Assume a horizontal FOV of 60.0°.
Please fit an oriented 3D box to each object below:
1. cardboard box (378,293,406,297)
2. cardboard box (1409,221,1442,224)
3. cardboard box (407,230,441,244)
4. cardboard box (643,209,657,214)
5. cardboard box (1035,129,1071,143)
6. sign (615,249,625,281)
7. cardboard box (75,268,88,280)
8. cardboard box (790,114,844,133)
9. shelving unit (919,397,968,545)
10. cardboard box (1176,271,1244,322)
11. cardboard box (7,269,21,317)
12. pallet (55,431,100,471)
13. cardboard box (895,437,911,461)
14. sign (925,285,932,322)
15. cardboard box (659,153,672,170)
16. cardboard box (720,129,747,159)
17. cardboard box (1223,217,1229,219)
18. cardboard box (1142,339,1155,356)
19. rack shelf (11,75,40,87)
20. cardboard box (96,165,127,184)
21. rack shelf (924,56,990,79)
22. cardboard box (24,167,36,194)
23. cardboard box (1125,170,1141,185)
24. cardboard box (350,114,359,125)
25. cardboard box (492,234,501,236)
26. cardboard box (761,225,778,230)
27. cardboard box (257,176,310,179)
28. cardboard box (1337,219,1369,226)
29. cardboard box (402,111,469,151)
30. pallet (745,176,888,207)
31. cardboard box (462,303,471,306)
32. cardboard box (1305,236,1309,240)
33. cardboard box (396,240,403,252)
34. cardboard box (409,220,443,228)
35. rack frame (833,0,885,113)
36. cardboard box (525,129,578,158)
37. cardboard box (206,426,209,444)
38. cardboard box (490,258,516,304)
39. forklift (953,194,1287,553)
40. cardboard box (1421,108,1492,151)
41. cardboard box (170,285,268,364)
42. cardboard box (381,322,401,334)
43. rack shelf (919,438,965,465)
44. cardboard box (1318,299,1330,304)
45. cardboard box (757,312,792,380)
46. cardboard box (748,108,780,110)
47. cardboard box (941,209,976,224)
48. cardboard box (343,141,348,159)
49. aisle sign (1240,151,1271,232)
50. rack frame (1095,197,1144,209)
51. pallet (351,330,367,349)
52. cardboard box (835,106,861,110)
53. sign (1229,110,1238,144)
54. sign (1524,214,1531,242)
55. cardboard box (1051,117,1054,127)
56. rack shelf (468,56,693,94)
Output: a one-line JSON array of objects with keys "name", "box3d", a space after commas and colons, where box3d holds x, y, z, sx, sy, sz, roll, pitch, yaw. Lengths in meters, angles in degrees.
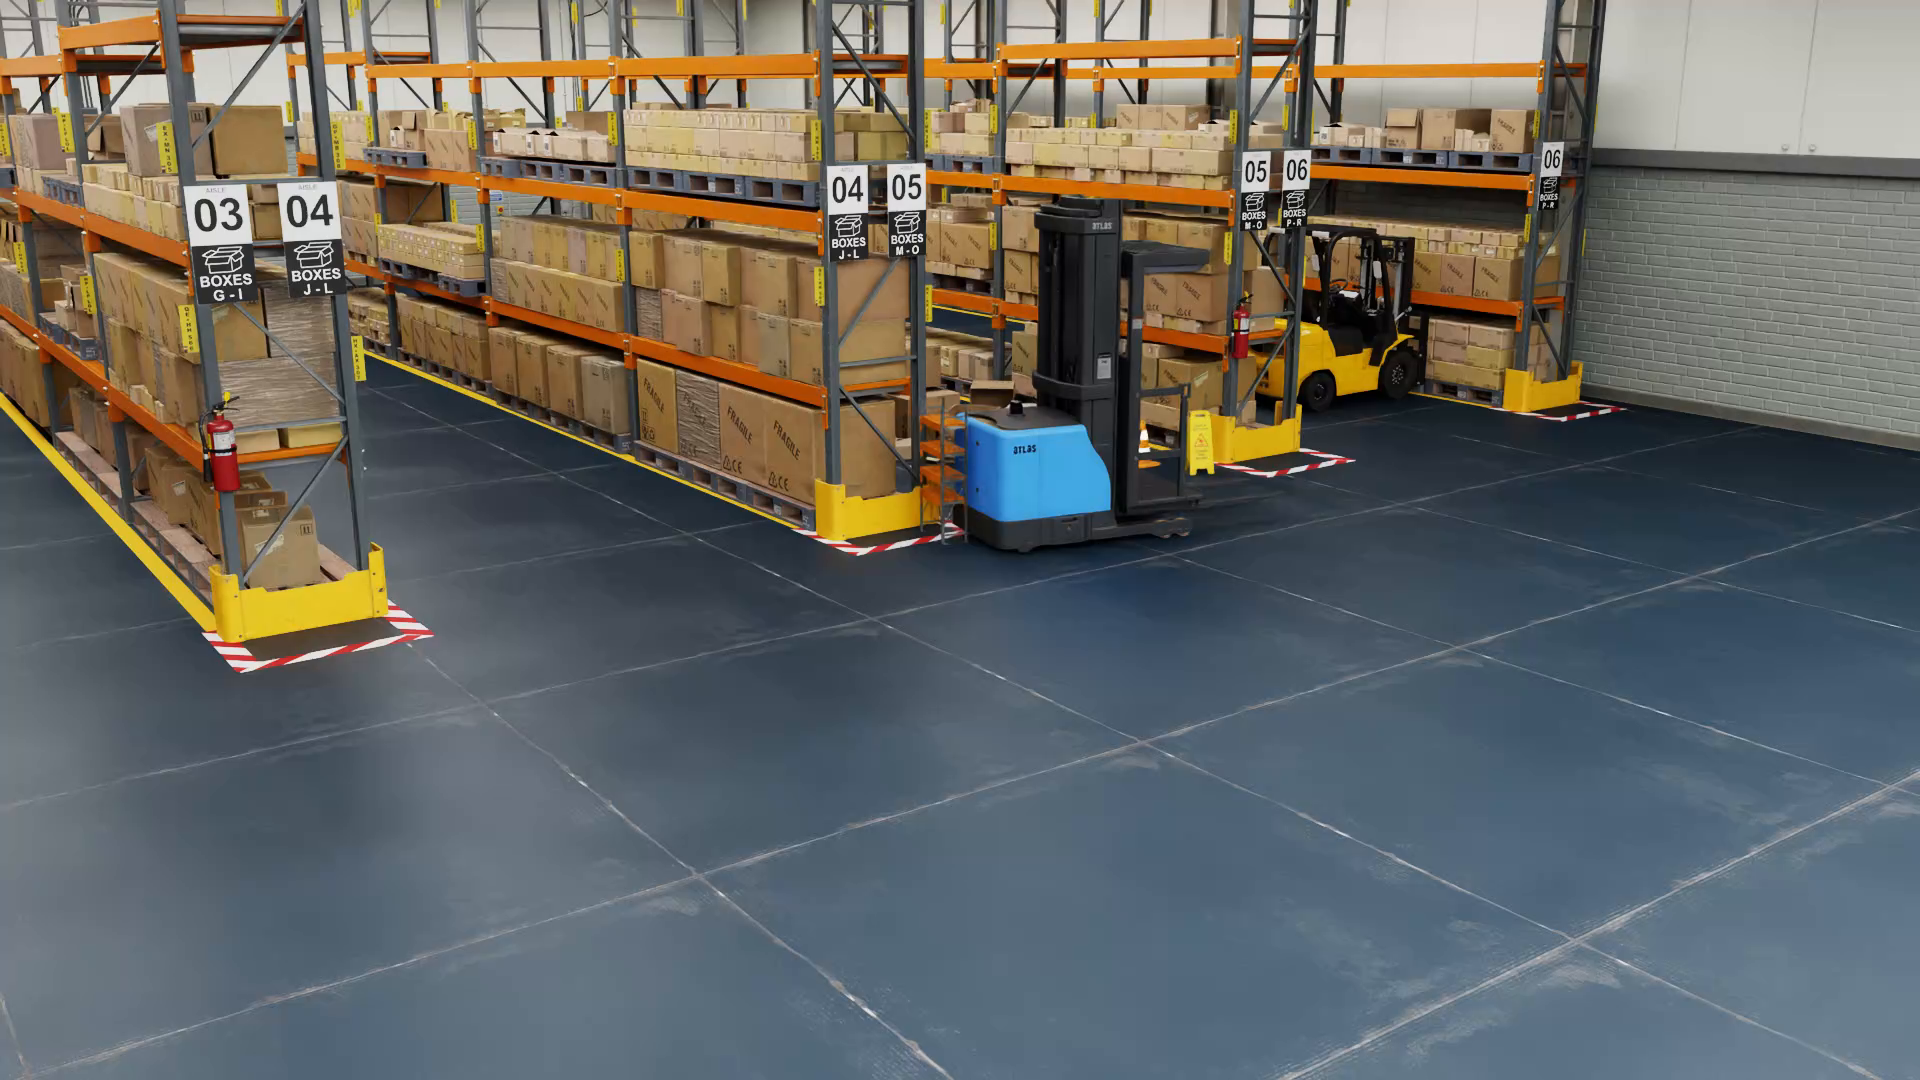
[{"name": "cardboard box", "box3d": [-8.974, -3.809, 26.287, 0.380, 0.149, 0.250, -10, 18, -33]}, {"name": "cardboard box", "box3d": [6.146, -4.124, 21.982, 0.380, 0.149, 0.250, -10, 18, -33]}, {"name": "cardboard box", "box3d": [-7.178, -4.063, 22.291, 0.380, 0.149, 0.250, -10, 18, -32]}, {"name": "cardboard box", "box3d": [-4.953, -5.721, 27.713, 0.500, 0.500, 0.500, -11, 19, -34]}, {"name": "cardboard box", "box3d": [1.096, -4.691, 19.316, 0.380, 0.149, 0.250, -12, 19, -36]}, {"name": "sign", "box3d": [-3.528, -2.851, 17.269, 0.100, 0.325, 0.005, -11, 19, -35]}, {"name": "cardboard box", "box3d": [-8.759, -2.561, 17.267, 0.700, 0.500, 0.500, -8, 17, -26]}, {"name": "cardboard box", "box3d": [-1.215, -3.544, 14.139, 0.380, 0.149, 0.250, -11, 19, -34]}, {"name": "shelving unit", "box3d": [-0.145, -0.606, 14.517, 0.258, 1.200, 0.503, -7, 17, -23]}, {"name": "cardboard box", "box3d": [2.660, -2.618, 17.706, 0.500, 0.500, 0.500, -11, 19, -36]}, {"name": "cardboard box", "box3d": [-10.605, -2.856, 19.140, 0.500, 0.500, 0.500, -12, 19, -36]}, {"name": "pallet", "box3d": [-9.060, -1.011, 17.871, 1.003, 0.211, 1.213, -11, 19, -35]}, {"name": "cardboard box", "box3d": [-0.594, -1.018, 17.791, 0.396, 0.266, 0.258, -7, 17, -25]}, {"name": "sign", "box3d": [-0.290, -2.104, 14.791, 0.100, 0.325, 0.005, -11, 19, -35]}, {"name": "cardboard box", "box3d": [-2.709, -3.701, 16.226, 0.380, 0.149, 0.250, -11, 19, -35]}, {"name": "cardboard box", "box3d": [-1.844, -3.607, 15.128, 0.500, 0.250, 0.500, -11, 19, -35]}, {"name": "cardboard box", "box3d": [4.123, -4.728, 24.752, 0.380, 0.149, 0.250, -11, 19, -35]}, {"name": "cardboard box", "box3d": [2.105, -2.157, 18.538, 0.380, 0.149, 0.250, -10, 18, -34]}, {"name": "rack shelf", "box3d": [-13.046, -6.158, 22.150, 1.077, 0.370, 4.000, -11, 19, -35]}, {"name": "cardboard box", "box3d": [-7.012, -3.072, 13.966, 0.380, 0.149, 0.250, -12, 19, -37]}, {"name": "rack shelf", "box3d": [-1.017, -8.659, 30.536, 1.077, 0.370, 4.000, -11, 19, -35]}, {"name": "cardboard box", "box3d": [-9.146, -3.648, 16.825, 0.500, 0.250, 0.500, -10, 18, -33]}, {"name": "cardboard box", "box3d": [2.036, -3.989, 18.264, 0.380, 0.149, 0.250, -11, 19, -36]}, {"name": "cardboard box", "box3d": [-8.545, -6.058, 23.929, 0.380, 0.149, 0.250, -11, 19, -35]}, {"name": "cardboard box", "box3d": [-6.017, -3.935, 21.826, 0.380, 0.149, 0.250, -12, 19, -37]}, {"name": "cardboard box", "box3d": [-2.612, -4.877, 24.630, 0.500, 0.500, 0.500, -11, 19, -34]}, {"name": "cardboard box", "box3d": [-4.863, -2.547, 12.046, 0.380, 0.149, 0.250, -10, 18, -33]}, {"name": "cardboard box", "box3d": [5.263, -4.203, 22.269, 0.380, 0.149, 0.250, -10, 18, -33]}, {"name": "cardboard box", "box3d": [-6.996, -5.475, 22.223, 0.797, 0.503, 0.637, -11, 19, -35]}, {"name": "pallet", "box3d": [-1.187, -3.124, 14.794, 1.003, 0.211, 1.213, -11, 19, -35]}, {"name": "cardboard box", "box3d": [-6.542, -3.142, 22.893, 0.500, 0.250, 0.500, -12, 19, -37]}, {"name": "cardboard box", "box3d": [4.838, -4.231, 22.934, 0.380, 0.149, 0.250, -11, 19, -35]}, {"name": "cardboard box", "box3d": [-7.479, -4.030, 22.733, 0.380, 0.149, 0.250, -12, 19, -37]}, {"name": "cardboard box", "box3d": [-7.886, -4.462, 24.445, 0.500, 0.500, 0.500, -11, 19, -36]}, {"name": "rack frame", "box3d": [-1.502, -6.955, 22.941, 1.000, 3.000, 0.127, -11, 19, -35]}, {"name": "cardboard box", "box3d": [-4.602, -4.521, 18.913, 0.500, 0.311, 0.500, -11, 19, -36]}, {"name": "cardboard box", "box3d": [-5.295, -0.776, 12.206, 0.380, 0.149, 0.250, -11, 19, -35]}, {"name": "cardboard box", "box3d": [-5.401, -3.182, 20.331, 0.500, 0.500, 0.500, -11, 19, -34]}, {"name": "forklift", "box3d": [1.498, -1.545, 14.669, 3.031, 2.935, 1.130, -7, 17, -24]}, {"name": "cardboard box", "box3d": [6.236, -5.161, 20.895, 0.700, 0.500, 0.500, -11, 19, -34]}, {"name": "cardboard box", "box3d": [-5.337, -1.568, 11.976, 0.500, 0.500, 0.500, -11, 19, -35]}, {"name": "cardboard box", "box3d": [-8.241, -3.115, 24.315, 0.380, 0.149, 0.250, -10, 18, -33]}, {"name": "rack shelf", "box3d": [-0.145, -0.757, 14.475, 0.258, 0.148, 0.480, -7, 17, -23]}, {"name": "cardboard box", "box3d": [4.894, -3.185, 23.051, 0.500, 0.250, 0.500, -11, 19, -35]}, {"name": "cardboard box", "box3d": [-1.338, -1.822, 15.266, 0.875, 0.550, 0.550, -11, 19, -35]}, {"name": "cardboard box", "box3d": [-2.773, -6.090, 24.479, 0.500, 0.500, 0.500, -11, 19, -34]}, {"name": "cardboard box", "box3d": [-0.020, -4.123, 21.181, 0.380, 0.149, 0.250, -12, 19, -36]}, {"name": "cardboard box", "box3d": [-8.889, -5.780, 24.614, 0.500, 0.250, 0.500, -11, 19, -35]}, {"name": "aisle sign", "box3d": [3.004, -3.549, 16.936, 0.394, 0.787, 0.004, -11, 19, -35]}, {"name": "rack frame", "box3d": [2.511, -4.833, 26.551, 1.000, 3.000, 0.127, -11, 19, -35]}, {"name": "pallet", "box3d": [-8.943, -3.179, 25.793, 1.003, 0.211, 1.213, -11, 19, -35]}, {"name": "cardboard box", "box3d": [-2.135, -8.166, 31.823, 0.500, 0.250, 0.500, -11, 19, -35]}, {"name": "sign", "box3d": [2.741, -4.145, 16.680, 0.100, 0.325, 0.005, -11, 19, -35]}, {"name": "sign", "box3d": [6.768, -3.716, 19.829, 0.100, 0.325, 0.005, -11, 19, -35]}, {"name": "cardboard box", "box3d": [1.688, -6.753, 26.850, 0.380, 0.149, 0.250, -11, 19, -35]}, {"name": "rack shelf", "box3d": [-4.270, -5.198, 18.643, 1.077, 0.370, 4.000, -11, 19, -35]}]
